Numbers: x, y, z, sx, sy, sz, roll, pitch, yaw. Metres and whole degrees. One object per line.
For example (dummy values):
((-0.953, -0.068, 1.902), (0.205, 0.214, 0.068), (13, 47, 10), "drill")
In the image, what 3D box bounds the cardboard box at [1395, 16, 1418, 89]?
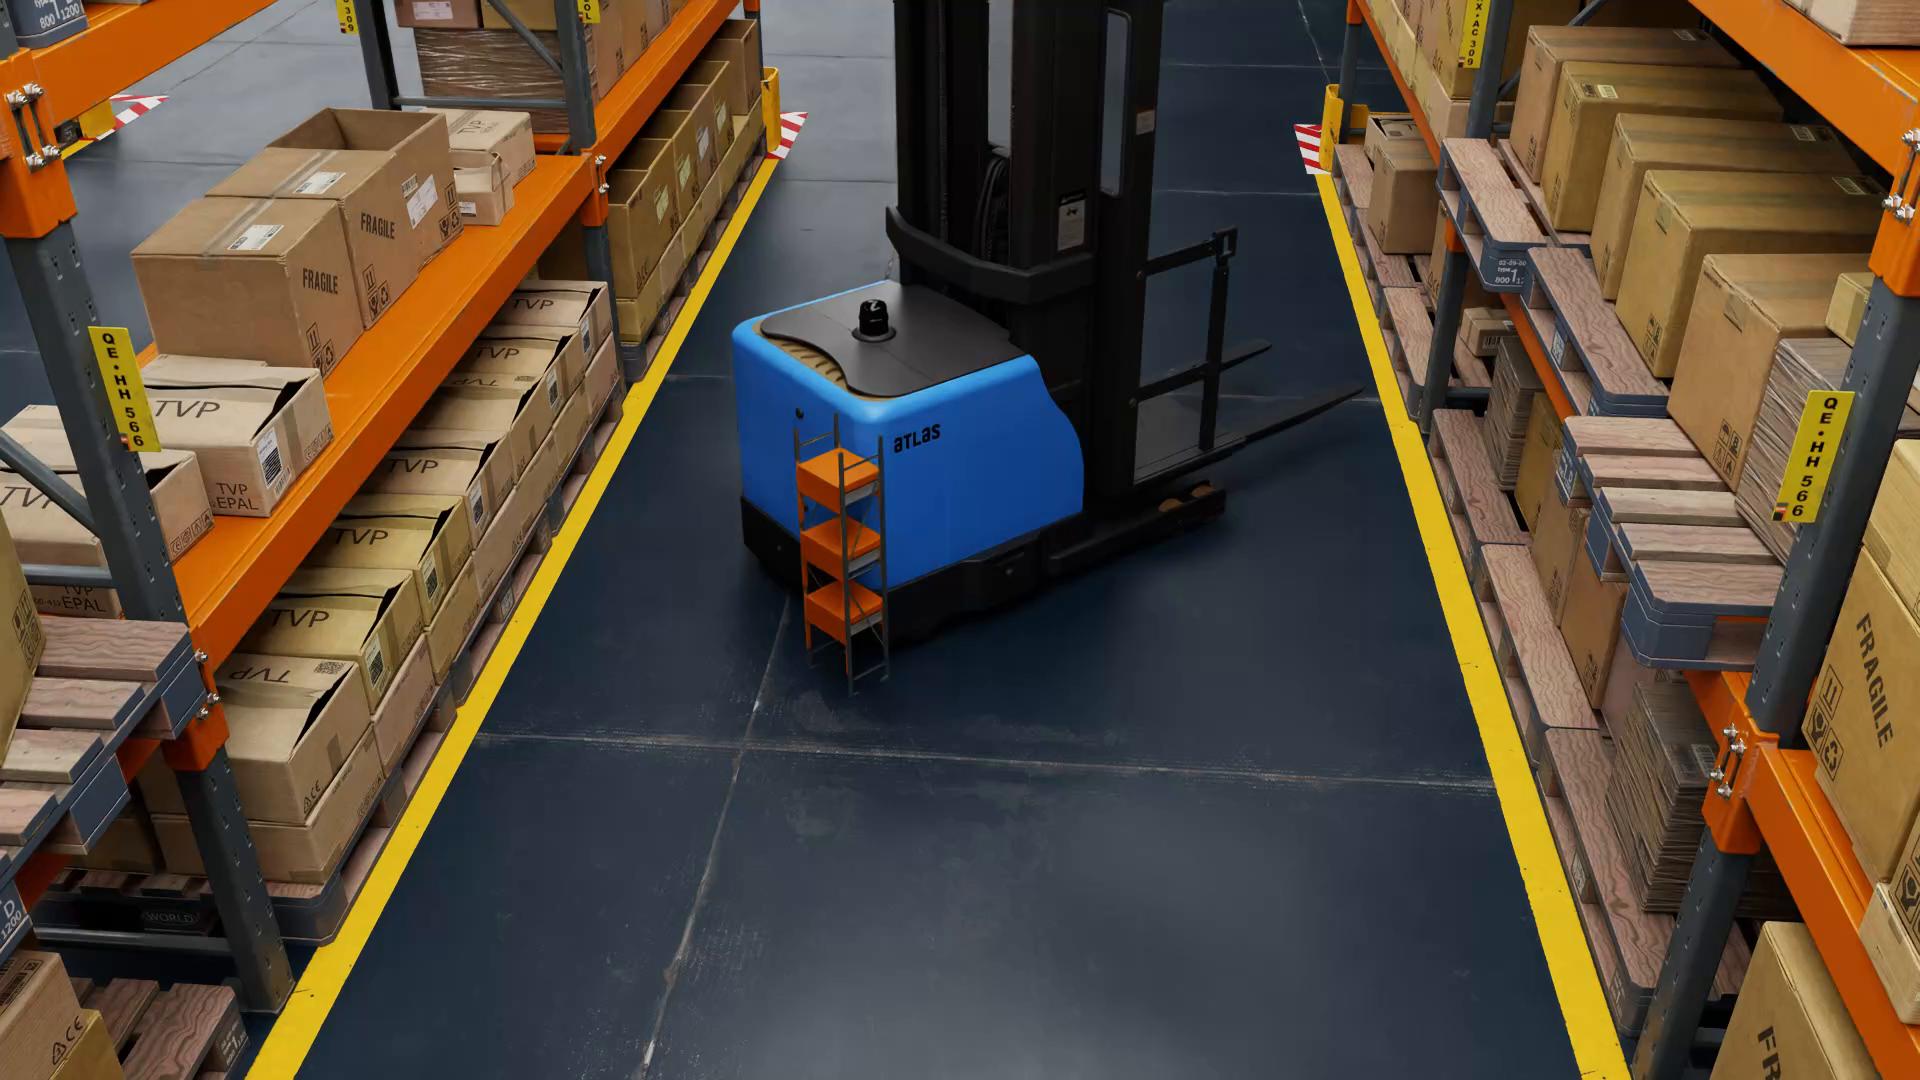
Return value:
((2.555, -2.523, 8.609), (0.500, 0.250, 0.500), (2, 32, 4), "cardboard box")

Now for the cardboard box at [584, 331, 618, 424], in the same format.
((-1.939, -0.783, 7.882), (0.500, 0.250, 0.500), (2, 32, 4), "cardboard box")

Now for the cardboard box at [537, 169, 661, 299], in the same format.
((-1.844, -1.560, 8.429), (0.500, 0.500, 0.500), (2, 32, 4), "cardboard box")

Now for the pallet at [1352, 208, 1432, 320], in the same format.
((2.860, -1.599, 9.644), (1.003, 0.211, 1.213), (2, 32, 4), "pallet")

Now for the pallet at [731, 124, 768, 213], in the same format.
((-1.889, -2.507, 11.116), (1.003, 0.211, 1.213), (2, 32, 4), "pallet")

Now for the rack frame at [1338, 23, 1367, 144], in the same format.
((3.069, -3.886, 10.696), (1.000, 3.000, 0.127), (2, 32, 4), "rack frame")

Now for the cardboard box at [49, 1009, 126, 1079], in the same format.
((-2.362, 1.464, 3.979), (0.500, 0.500, 0.500), (4, 32, 6), "cardboard box")

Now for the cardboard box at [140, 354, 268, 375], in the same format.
((-2.472, -0.475, 5.400), (0.380, 0.149, 0.250), (5, 32, 8), "cardboard box")

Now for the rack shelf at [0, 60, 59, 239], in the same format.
((-2.682, 0.163, 1.953), (1.077, 0.370, 4.000), (2, 32, 4), "rack shelf")

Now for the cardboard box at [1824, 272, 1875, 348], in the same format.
((2.428, -0.559, 4.165), (0.380, 0.149, 0.250), (-3, 32, -4), "cardboard box")

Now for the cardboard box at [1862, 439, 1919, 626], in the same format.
((2.122, 0.042, 3.210), (0.500, 0.250, 0.500), (3, 32, 5), "cardboard box")

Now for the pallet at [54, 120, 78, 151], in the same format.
((-6.836, -2.656, 11.358), (1.003, 0.211, 1.213), (2, 32, 4), "pallet")

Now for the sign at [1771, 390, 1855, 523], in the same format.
((1.876, -0.180, 3.655), (0.100, 0.325, 0.005), (2, 32, 4), "sign")

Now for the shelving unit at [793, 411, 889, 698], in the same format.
((-0.431, 0.066, 6.141), (0.215, 1.050, 0.252), (-27, 40, -36), "shelving unit")

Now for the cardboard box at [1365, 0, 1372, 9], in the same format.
((2.685, -3.317, 9.897), (0.500, 0.250, 0.500), (2, 32, 2), "cardboard box")

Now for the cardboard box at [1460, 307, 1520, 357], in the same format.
((2.757, -1.056, 8.386), (0.380, 0.166, 0.250), (-2, 32, -2), "cardboard box")

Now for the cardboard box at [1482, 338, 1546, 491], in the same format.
((2.700, -0.532, 7.217), (0.700, 0.500, 0.500), (3, 32, 6), "cardboard box")

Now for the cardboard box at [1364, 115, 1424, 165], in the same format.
((2.923, -2.571, 10.706), (0.500, 0.311, 0.500), (-1, 32, -2), "cardboard box")

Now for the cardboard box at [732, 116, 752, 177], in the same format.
((-1.646, -2.549, 10.747), (0.500, 0.250, 0.500), (2, 32, 4), "cardboard box")

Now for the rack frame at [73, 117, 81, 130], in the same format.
((-6.805, -4.309, 11.383), (1.000, 3.000, 0.127), (2, 32, 4), "rack frame")

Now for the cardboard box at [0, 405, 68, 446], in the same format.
((-2.722, -0.287, 5.097), (0.380, 0.149, 0.250), (2, 32, 4), "cardboard box")

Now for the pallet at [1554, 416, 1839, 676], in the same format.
((2.370, 0.002, 4.571), (1.213, 0.211, 1.003), (2, 32, 4), "pallet")

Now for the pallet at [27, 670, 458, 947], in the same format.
((-2.414, 0.846, 5.676), (1.003, 0.211, 1.213), (2, 32, 4), "pallet")

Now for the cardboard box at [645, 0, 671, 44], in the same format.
((-2.042, -3.085, 9.301), (0.700, 0.500, 0.500), (3, 32, 5), "cardboard box")

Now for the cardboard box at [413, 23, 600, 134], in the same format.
((-2.164, -2.279, 7.993), (0.700, 0.500, 0.500), (2, 32, 3), "cardboard box")

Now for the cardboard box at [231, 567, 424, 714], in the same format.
((-2.150, 0.304, 5.583), (0.500, 0.311, 0.500), (2, 32, 3), "cardboard box")

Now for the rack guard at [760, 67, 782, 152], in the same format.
((-1.866, -3.044, 11.713), (1.175, 0.500, 0.348), (2, 32, 4), "rack guard")

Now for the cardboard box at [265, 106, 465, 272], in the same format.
((-2.315, -1.370, 6.519), (0.500, 0.500, 0.500), (5, 32, 8), "cardboard box")

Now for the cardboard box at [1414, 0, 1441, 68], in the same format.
((2.509, -2.580, 7.986), (0.500, 0.500, 0.500), (2, 32, 4), "cardboard box")

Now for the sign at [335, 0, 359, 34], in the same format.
((-2.747, -2.429, 7.432), (0.100, 0.325, 0.005), (2, 32, 4), "sign")

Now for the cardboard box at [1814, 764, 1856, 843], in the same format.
((2.160, 0.558, 3.706), (0.380, 0.149, 0.250), (2, 32, 3), "cardboard box")

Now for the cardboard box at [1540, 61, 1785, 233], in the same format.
((2.616, -1.467, 6.258), (0.700, 0.500, 0.500), (6, 32, 9), "cardboard box")

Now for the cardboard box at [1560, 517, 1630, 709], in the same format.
((2.595, 0.270, 5.916), (0.700, 0.500, 0.500), (2, 32, 4), "cardboard box")

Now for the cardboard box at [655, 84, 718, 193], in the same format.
((-1.724, -2.345, 9.702), (0.500, 0.500, 0.500), (2, 32, 4), "cardboard box")

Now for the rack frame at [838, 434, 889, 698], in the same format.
((-0.346, 0.113, 6.066), (0.200, 1.050, 0.008), (-27, 40, -36), "rack frame")

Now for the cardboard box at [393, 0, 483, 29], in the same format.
((-2.385, -2.474, 7.692), (0.380, 0.149, 0.250), (2, 32, 4), "cardboard box")

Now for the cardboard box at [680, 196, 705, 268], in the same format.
((-1.762, -1.764, 9.474), (0.500, 0.250, 0.500), (2, 32, 4), "cardboard box")

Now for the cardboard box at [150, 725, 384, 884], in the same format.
((-2.184, 0.818, 5.284), (0.500, 0.250, 0.500), (2, 32, 4), "cardboard box")

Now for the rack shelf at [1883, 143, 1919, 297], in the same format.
((2.255, 0.372, 1.613), (1.077, 0.370, 4.000), (2, 32, 4), "rack shelf")

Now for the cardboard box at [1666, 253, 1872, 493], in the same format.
((2.465, -0.472, 4.642), (0.700, 0.500, 0.500), (0, 32, -1), "cardboard box")

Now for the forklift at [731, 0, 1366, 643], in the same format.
((0.557, -1.461, 6.827), (3.031, 2.935, 1.130), (-22, 38, -31), "forklift")

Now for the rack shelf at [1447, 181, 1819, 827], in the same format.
((2.581, -0.442, 5.794), (1.077, 0.370, 4.000), (2, 32, 4), "rack shelf")

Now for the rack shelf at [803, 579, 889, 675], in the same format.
((-0.431, 0.312, 6.293), (0.215, 0.259, 0.240), (-27, 40, -36), "rack shelf")

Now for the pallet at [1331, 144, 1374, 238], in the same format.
((2.962, -2.236, 10.677), (1.003, 0.211, 1.213), (2, 32, 4), "pallet")

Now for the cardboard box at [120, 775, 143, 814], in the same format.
((-2.722, 0.556, 5.174), (0.500, 0.311, 0.500), (3, 32, 5), "cardboard box")

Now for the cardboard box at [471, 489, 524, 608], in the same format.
((-2.066, 0.015, 6.587), (0.500, 0.250, 0.500), (3, 32, 5), "cardboard box")

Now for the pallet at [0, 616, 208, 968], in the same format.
((-2.505, 0.527, 3.719), (1.213, 0.211, 1.003), (2, 32, 4), "pallet")

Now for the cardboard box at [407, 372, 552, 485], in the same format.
((-2.020, -0.494, 6.878), (0.500, 0.311, 0.500), (2, 32, 4), "cardboard box")
